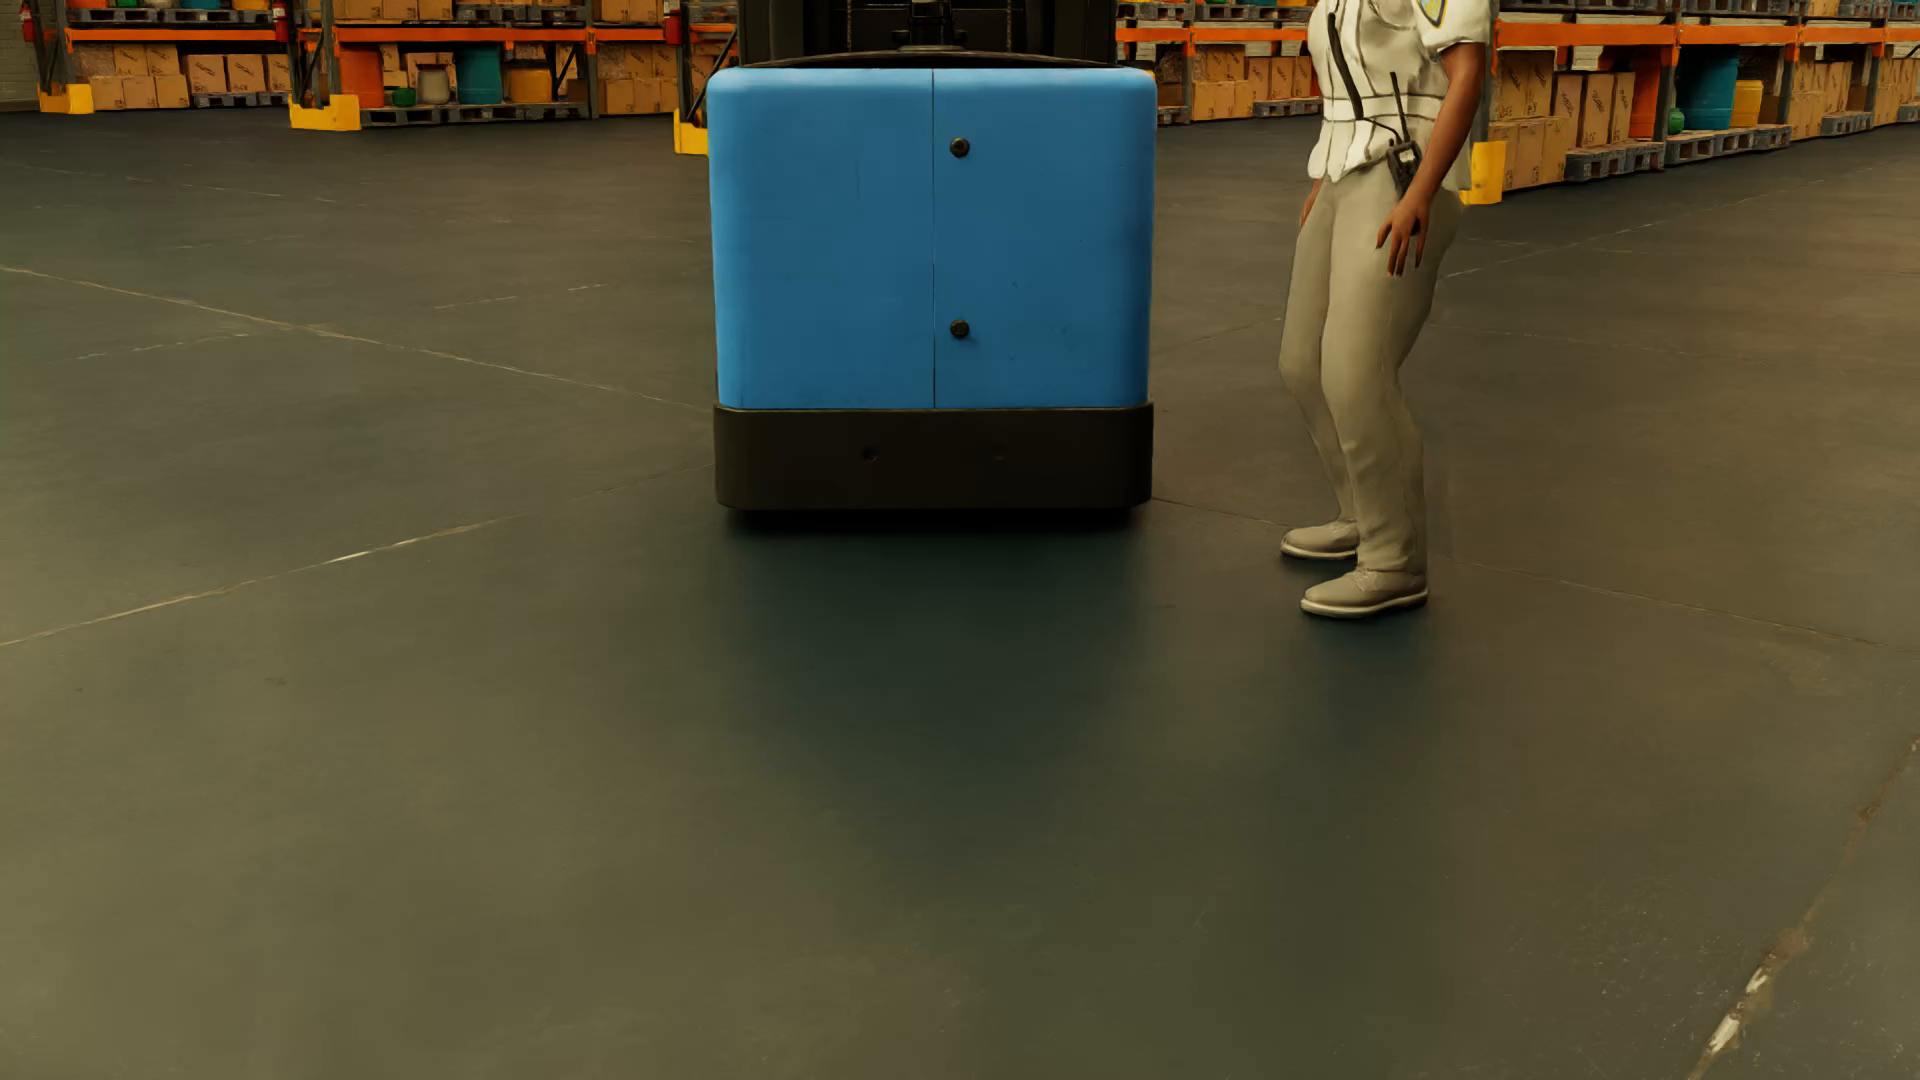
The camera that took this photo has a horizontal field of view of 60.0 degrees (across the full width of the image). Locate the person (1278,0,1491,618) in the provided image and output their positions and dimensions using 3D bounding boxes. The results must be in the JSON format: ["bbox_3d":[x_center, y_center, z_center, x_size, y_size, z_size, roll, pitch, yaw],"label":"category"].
[{"bbox_3d":[0.866,-0.712,3.485,0.376,1.633,0.705,-2,17,-5],"label":"person"}]

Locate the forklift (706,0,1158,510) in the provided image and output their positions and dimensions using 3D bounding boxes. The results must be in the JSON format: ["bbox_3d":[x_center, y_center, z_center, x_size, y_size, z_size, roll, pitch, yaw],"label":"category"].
[{"bbox_3d":[-0.100,-1.846,4.976,1.130,2.935,3.031,0,17,-2],"label":"forklift"}]
